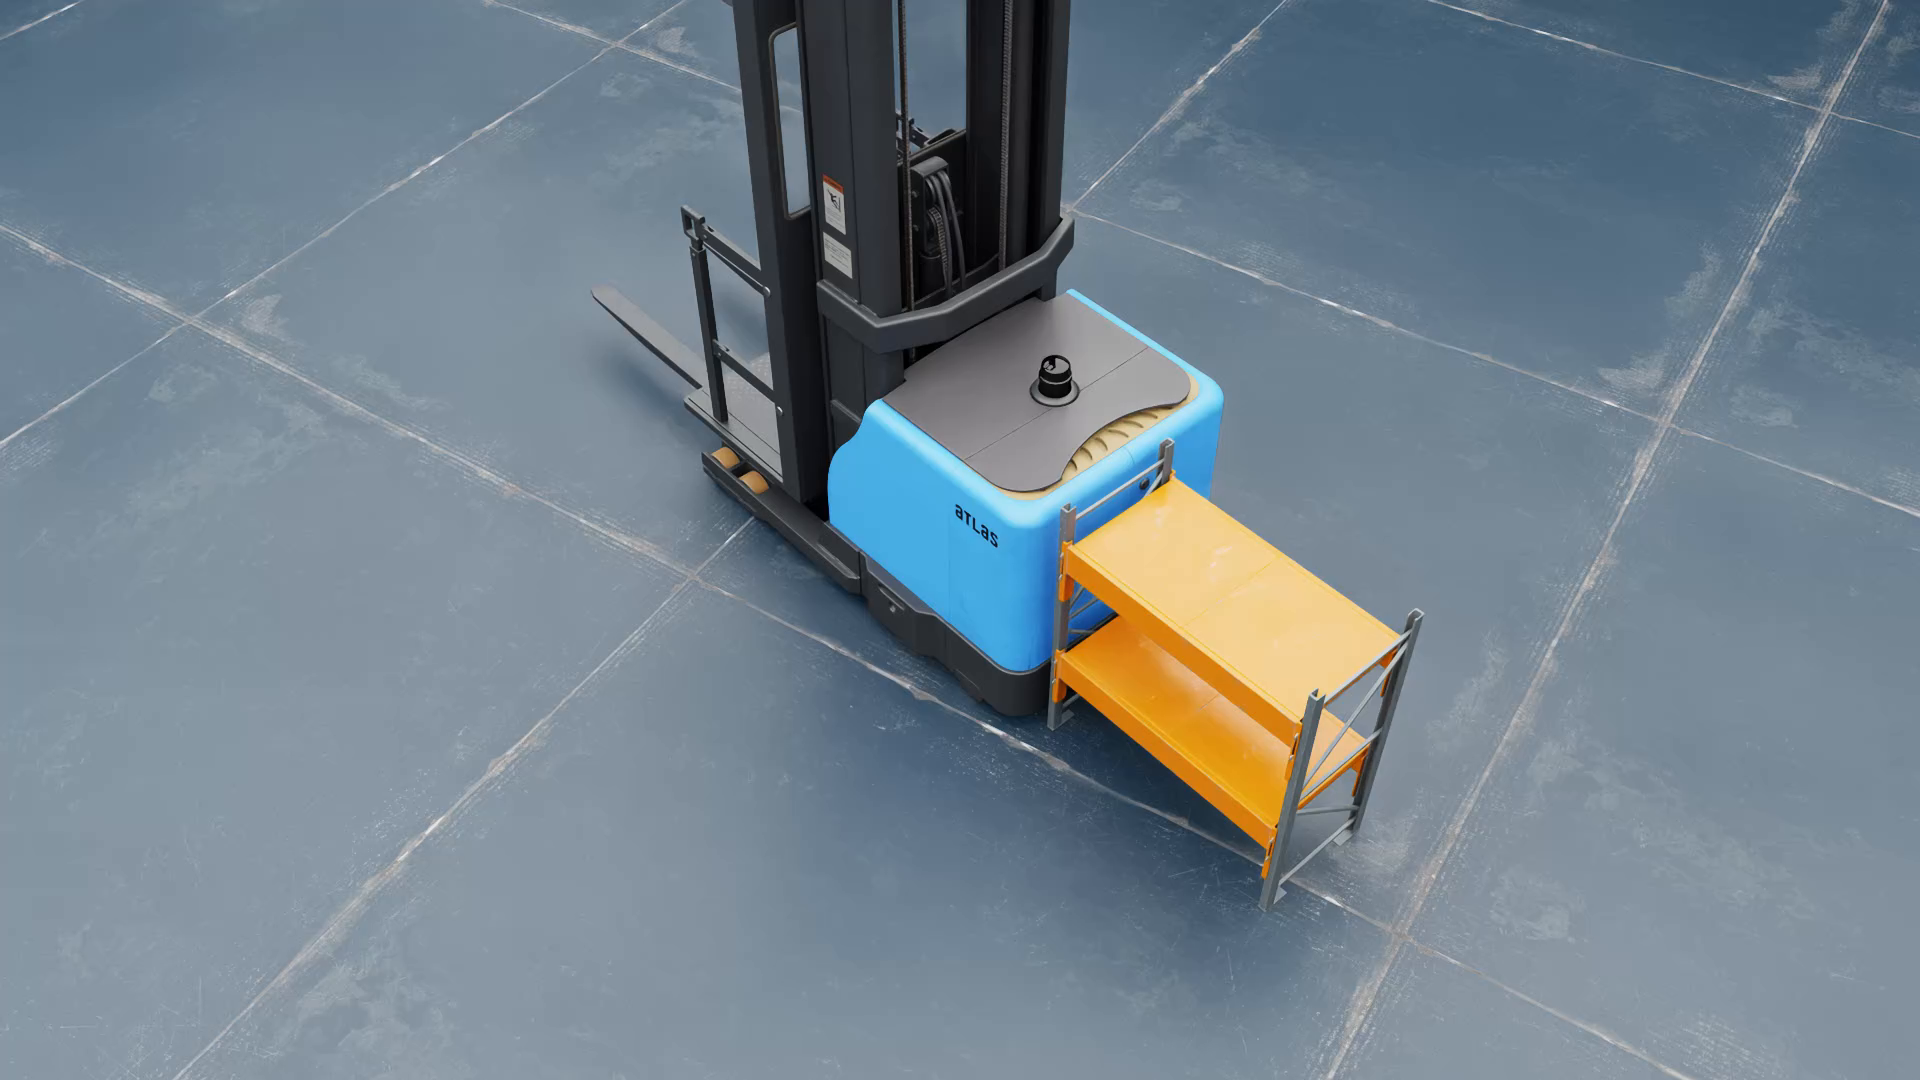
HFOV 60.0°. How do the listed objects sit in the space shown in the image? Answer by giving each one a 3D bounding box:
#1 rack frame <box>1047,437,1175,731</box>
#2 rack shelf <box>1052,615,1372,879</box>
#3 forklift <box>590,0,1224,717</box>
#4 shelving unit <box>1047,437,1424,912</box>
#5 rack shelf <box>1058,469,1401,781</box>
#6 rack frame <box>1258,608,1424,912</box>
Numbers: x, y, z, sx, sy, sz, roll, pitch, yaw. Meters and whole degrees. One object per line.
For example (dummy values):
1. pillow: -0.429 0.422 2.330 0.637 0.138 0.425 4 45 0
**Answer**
1. rack frame: 0.515 0.179 5.792 0.500 1.125 0.032 -33 54 -28
2. rack shelf: 0.854 0.621 5.703 0.538 0.278 1.000 -33 54 -28
3. forklift: -0.421 -1.358 6.026 1.130 2.935 3.031 -33 54 -28
4. shelving unit: 0.854 0.450 5.528 0.538 1.125 1.048 -33 54 -28
5. rack shelf: 0.854 0.246 5.318 0.538 0.278 1.000 -33 54 -28
6. rack frame: 1.192 0.722 5.264 0.500 1.125 0.032 -33 54 -28
